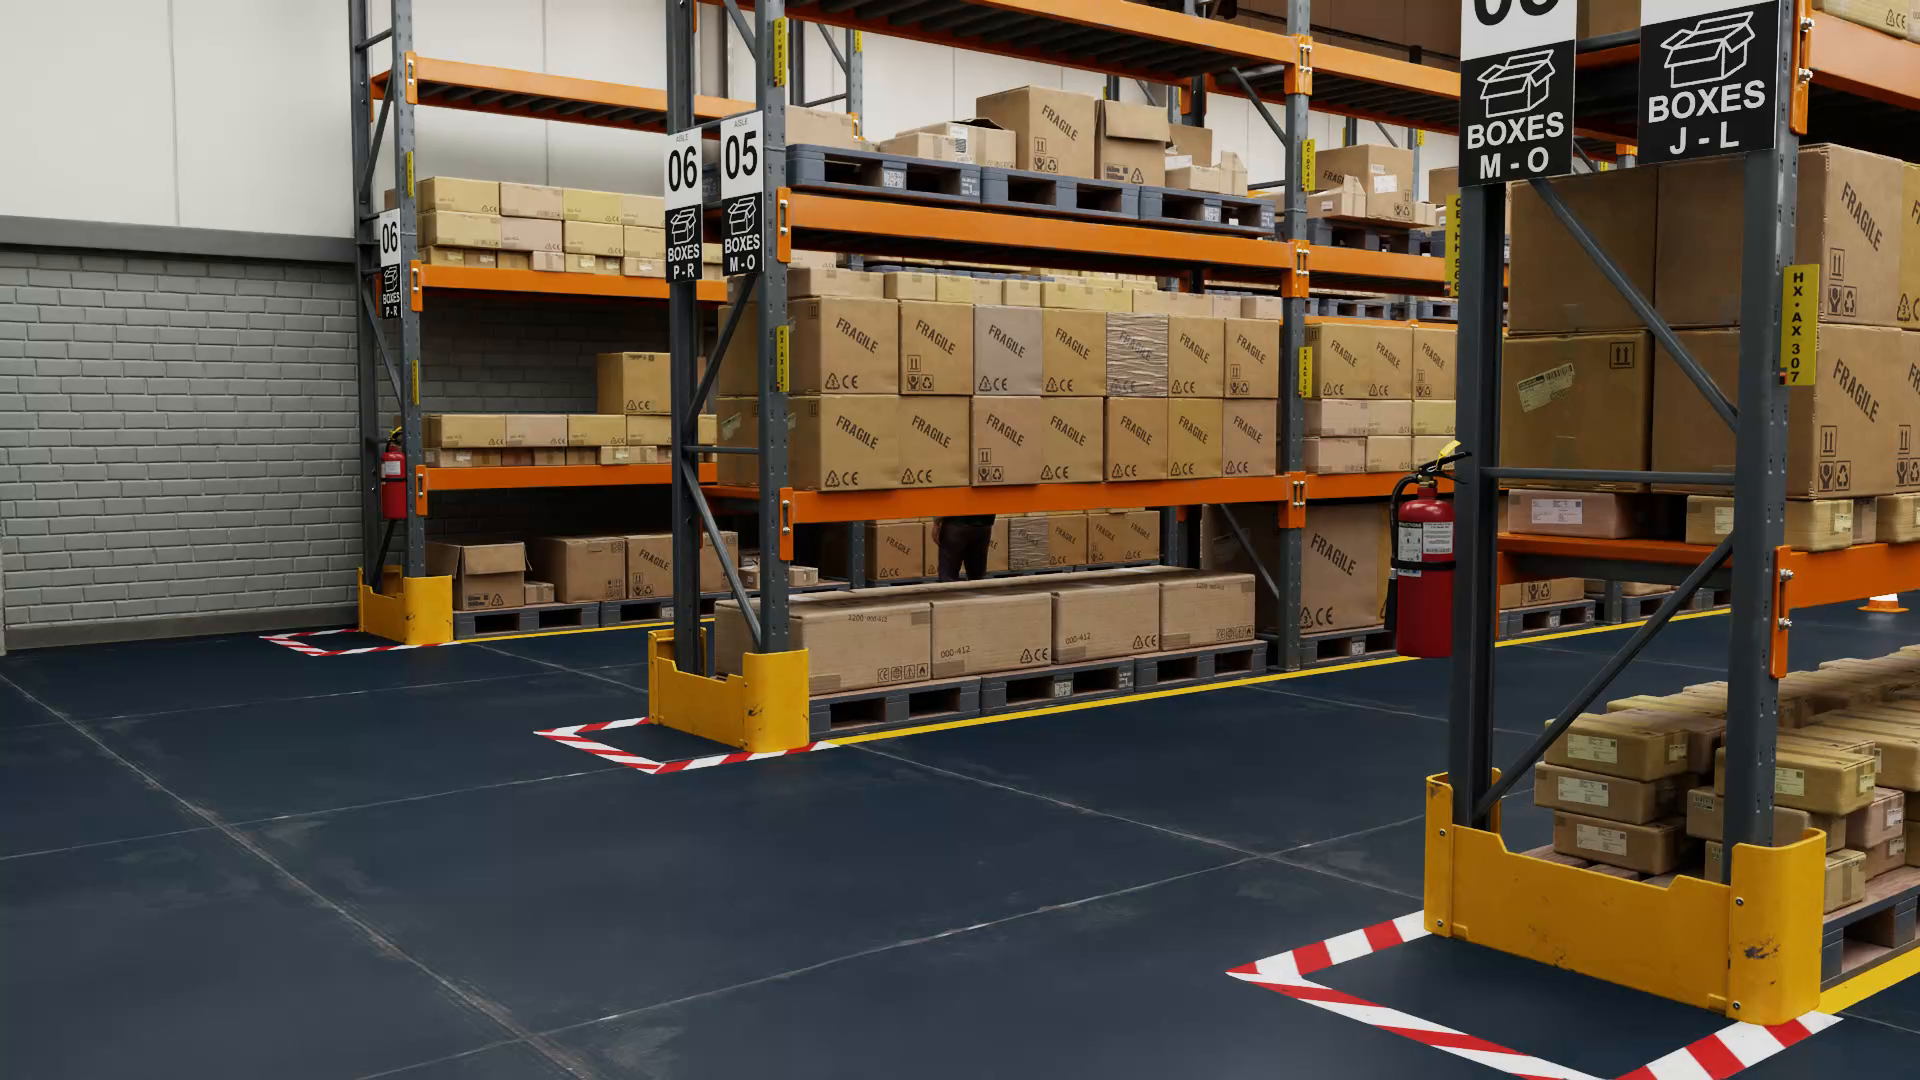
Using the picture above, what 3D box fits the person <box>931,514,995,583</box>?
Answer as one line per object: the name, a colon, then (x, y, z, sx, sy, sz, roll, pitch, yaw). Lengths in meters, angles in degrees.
person: (0.020, -0.108, 12.595, 0.594, 1.721, 0.469, -4, 6, -42)
